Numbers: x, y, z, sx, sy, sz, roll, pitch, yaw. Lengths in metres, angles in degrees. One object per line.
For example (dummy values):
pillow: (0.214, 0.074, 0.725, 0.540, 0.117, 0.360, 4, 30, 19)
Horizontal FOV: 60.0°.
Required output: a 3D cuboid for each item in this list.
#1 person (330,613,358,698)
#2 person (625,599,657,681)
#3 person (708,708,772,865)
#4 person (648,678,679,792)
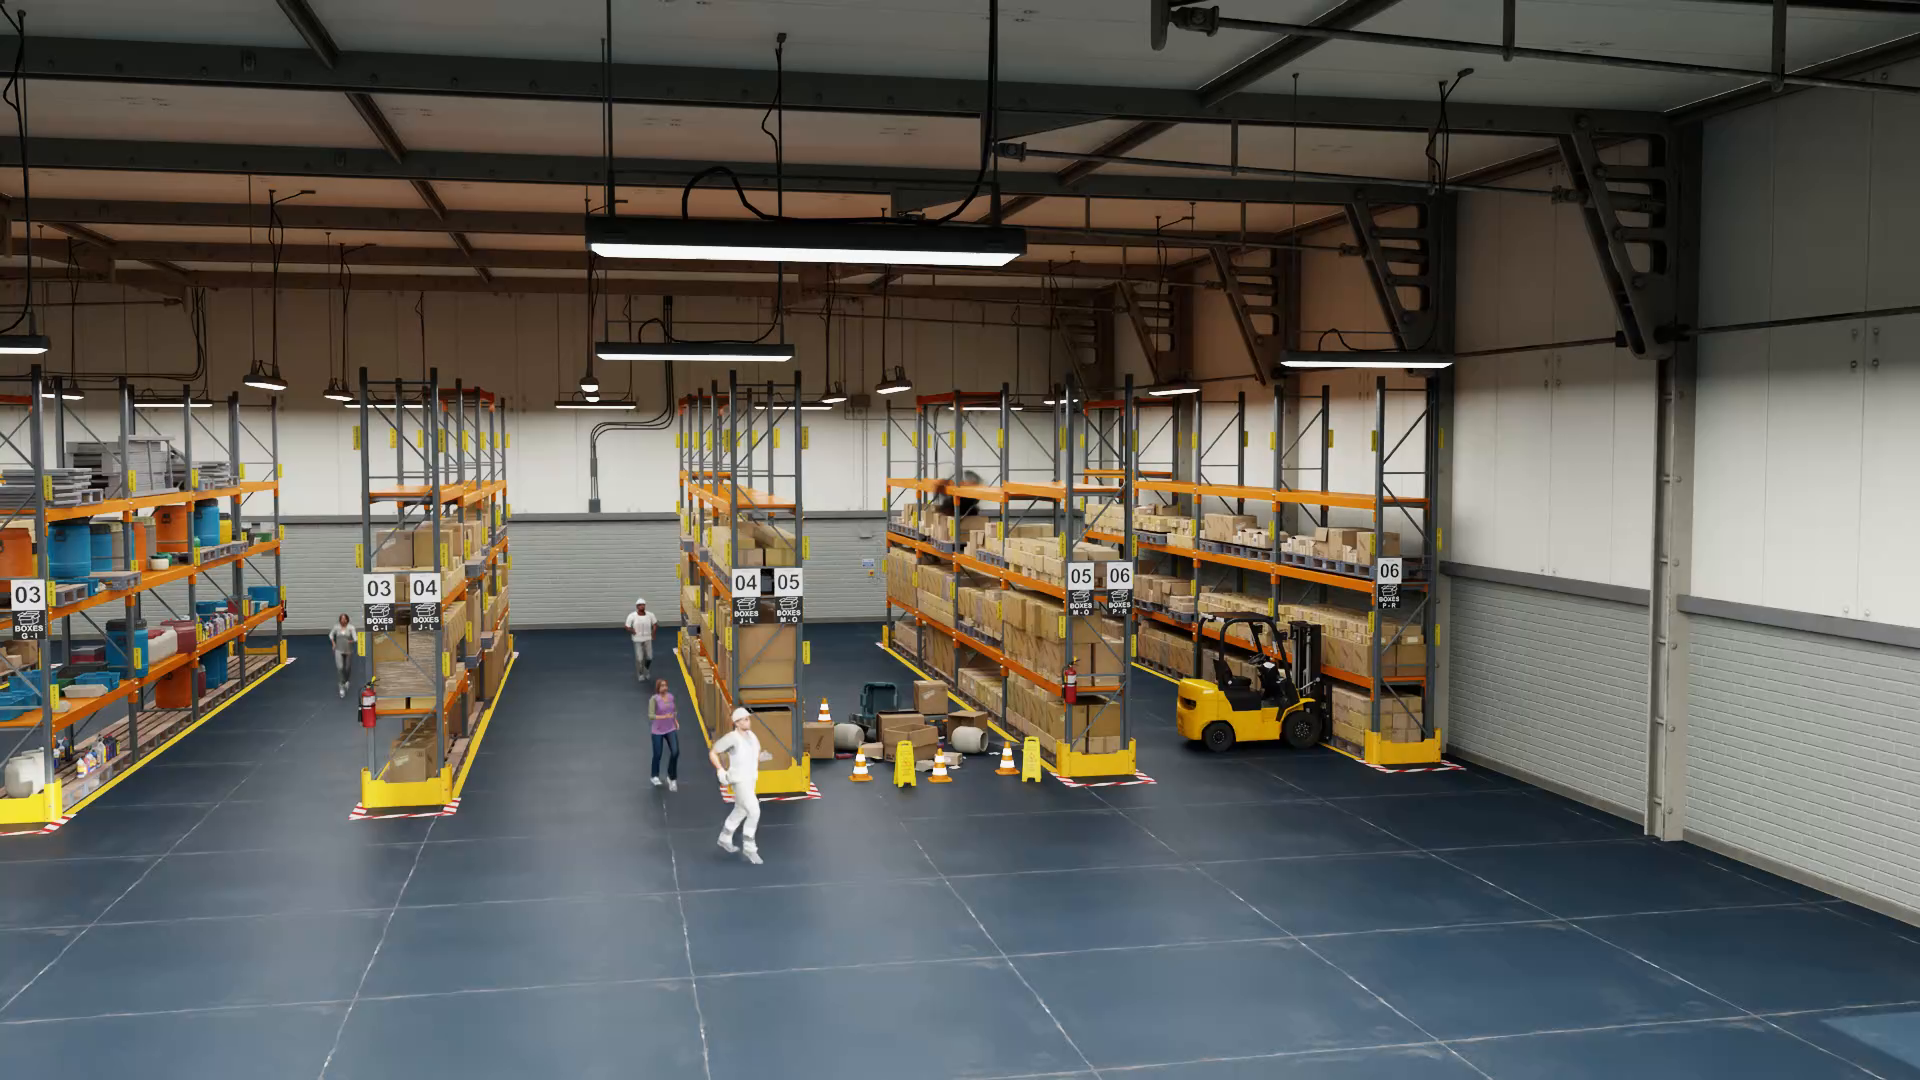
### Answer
person: (-12.132, 2.241, 32.766, 0.539, 1.613, 0.871, -1, 4, -20)
person: (-6.567, 2.077, 34.443, 0.686, 1.721, 0.593, -1, 4, -20)
person: (-2.601, 2.923, 19.848, 0.790, 1.848, 0.645, 2, 4, 24)
person: (-4.233, 2.786, 23.803, 0.507, 1.638, 0.697, -2, 4, -30)
